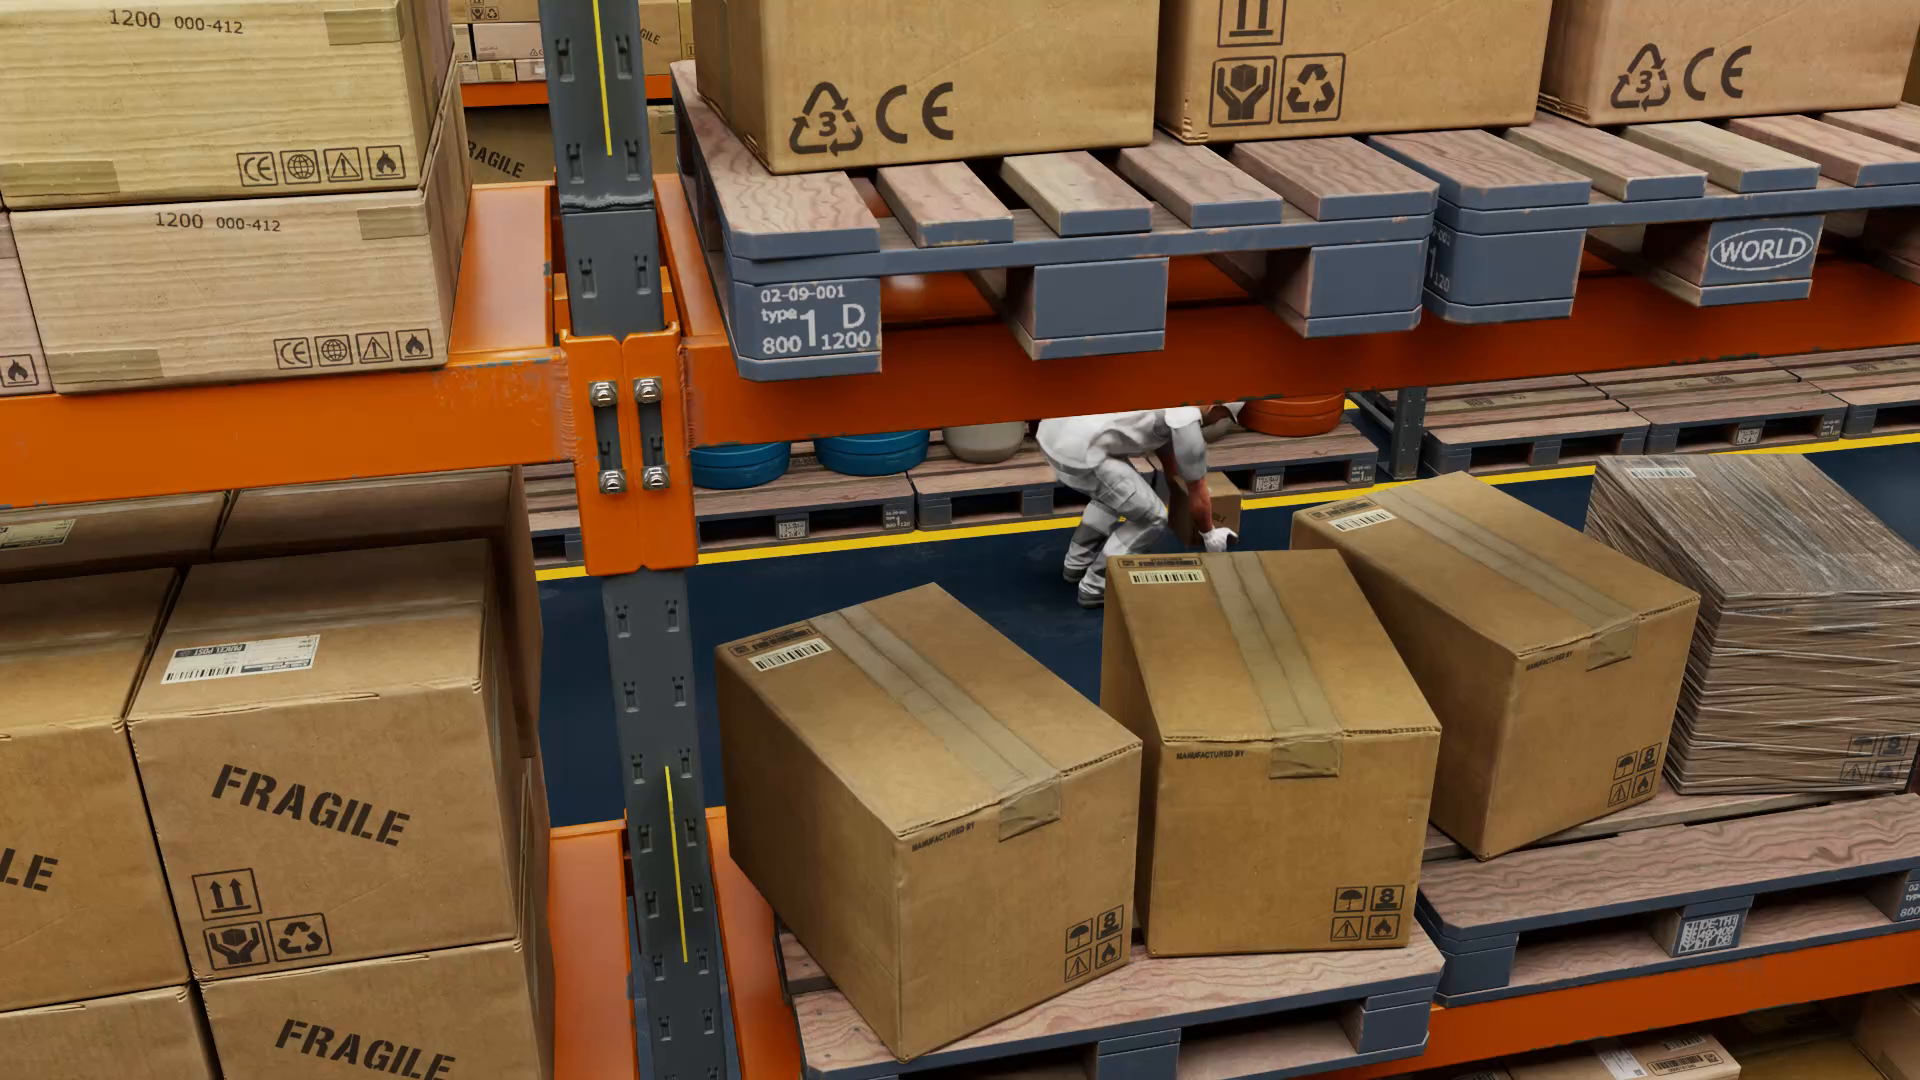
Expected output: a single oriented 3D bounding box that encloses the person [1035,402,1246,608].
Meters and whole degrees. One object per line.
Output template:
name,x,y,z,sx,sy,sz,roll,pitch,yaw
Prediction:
person,0.813,-0.247,7.454,0.958,1.010,0.535,-7,27,-14
